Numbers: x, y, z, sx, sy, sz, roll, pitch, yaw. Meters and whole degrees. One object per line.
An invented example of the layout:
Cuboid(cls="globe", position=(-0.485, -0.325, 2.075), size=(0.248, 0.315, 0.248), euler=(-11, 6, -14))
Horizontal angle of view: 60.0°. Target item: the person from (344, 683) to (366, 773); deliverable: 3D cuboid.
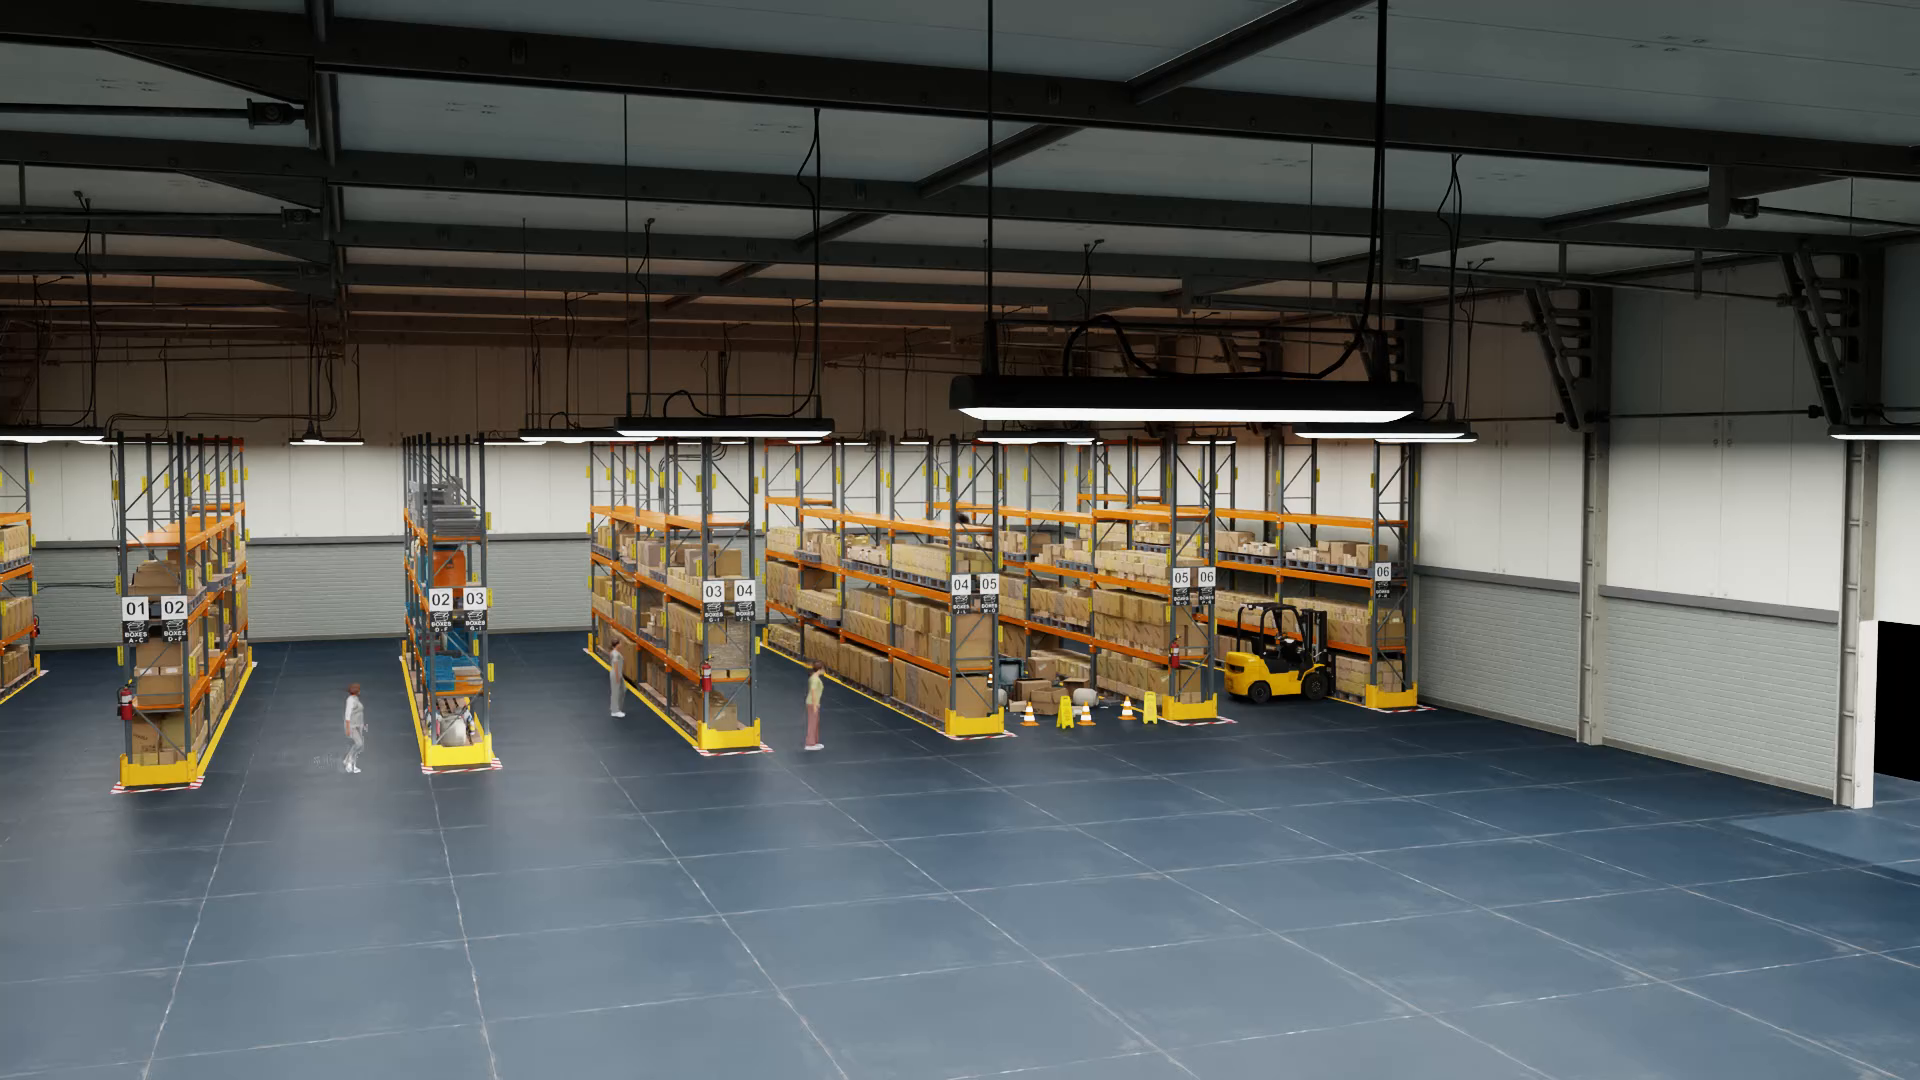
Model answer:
Cuboid(cls="person", position=(-10.606, 3.297, 29.168), size=(0.437, 1.593, 0.500), euler=(1, 3, 17))

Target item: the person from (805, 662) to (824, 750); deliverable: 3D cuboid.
Cuboid(cls="person", position=(-2.767, 3.142, 31.573), size=(0.357, 1.684, 0.479), euler=(0, 3, -6))

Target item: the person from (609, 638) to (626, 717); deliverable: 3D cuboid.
Cuboid(cls="person", position=(-7.328, 2.938, 35.528), size=(0.342, 1.707, 0.550), euler=(0, 3, -5))

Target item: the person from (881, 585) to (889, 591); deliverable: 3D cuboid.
Cuboid(cls="person", position=(-2.036, 1.979, 46.995), size=(0.632, 1.702, 0.493), euler=(1, 3, 22))
